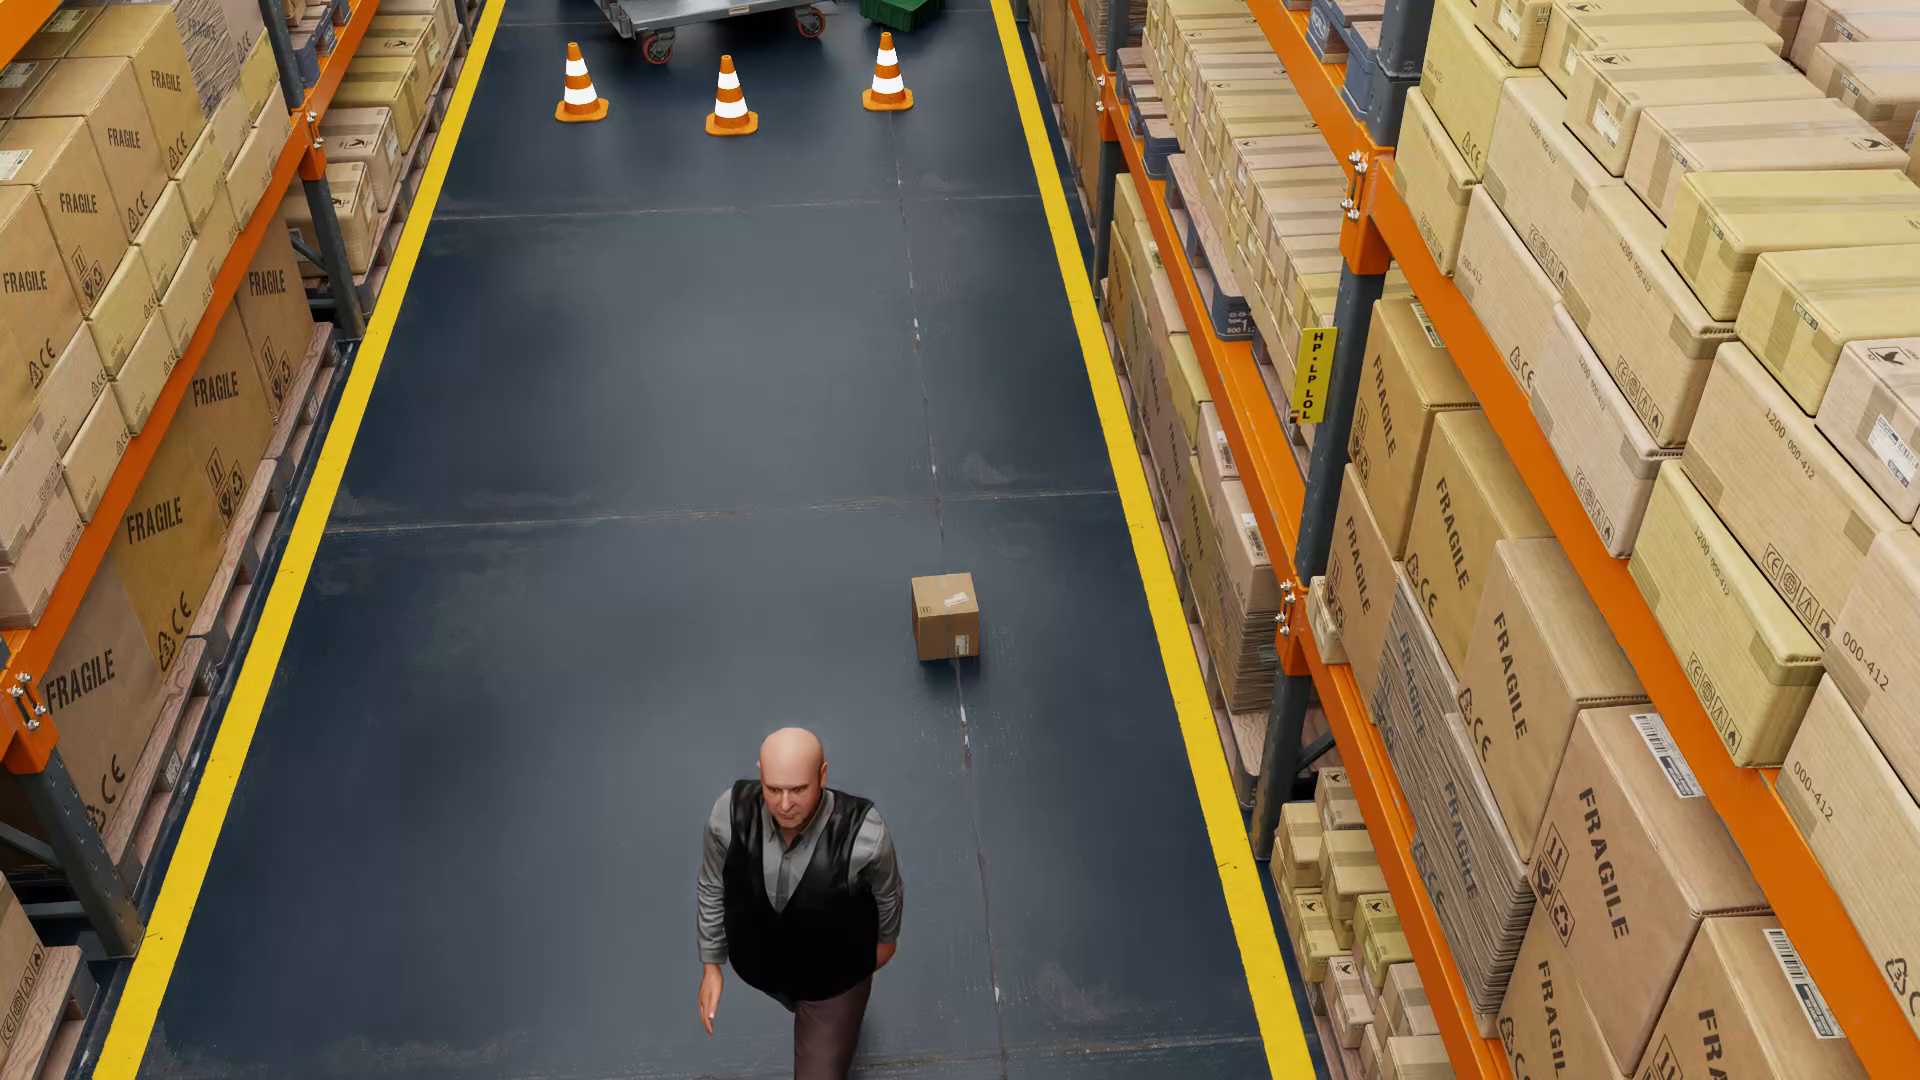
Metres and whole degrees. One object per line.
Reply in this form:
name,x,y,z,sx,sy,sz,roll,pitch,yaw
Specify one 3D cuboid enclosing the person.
person,-0.461,1.188,4.702,0.544,1.673,1.051,11,40,13
